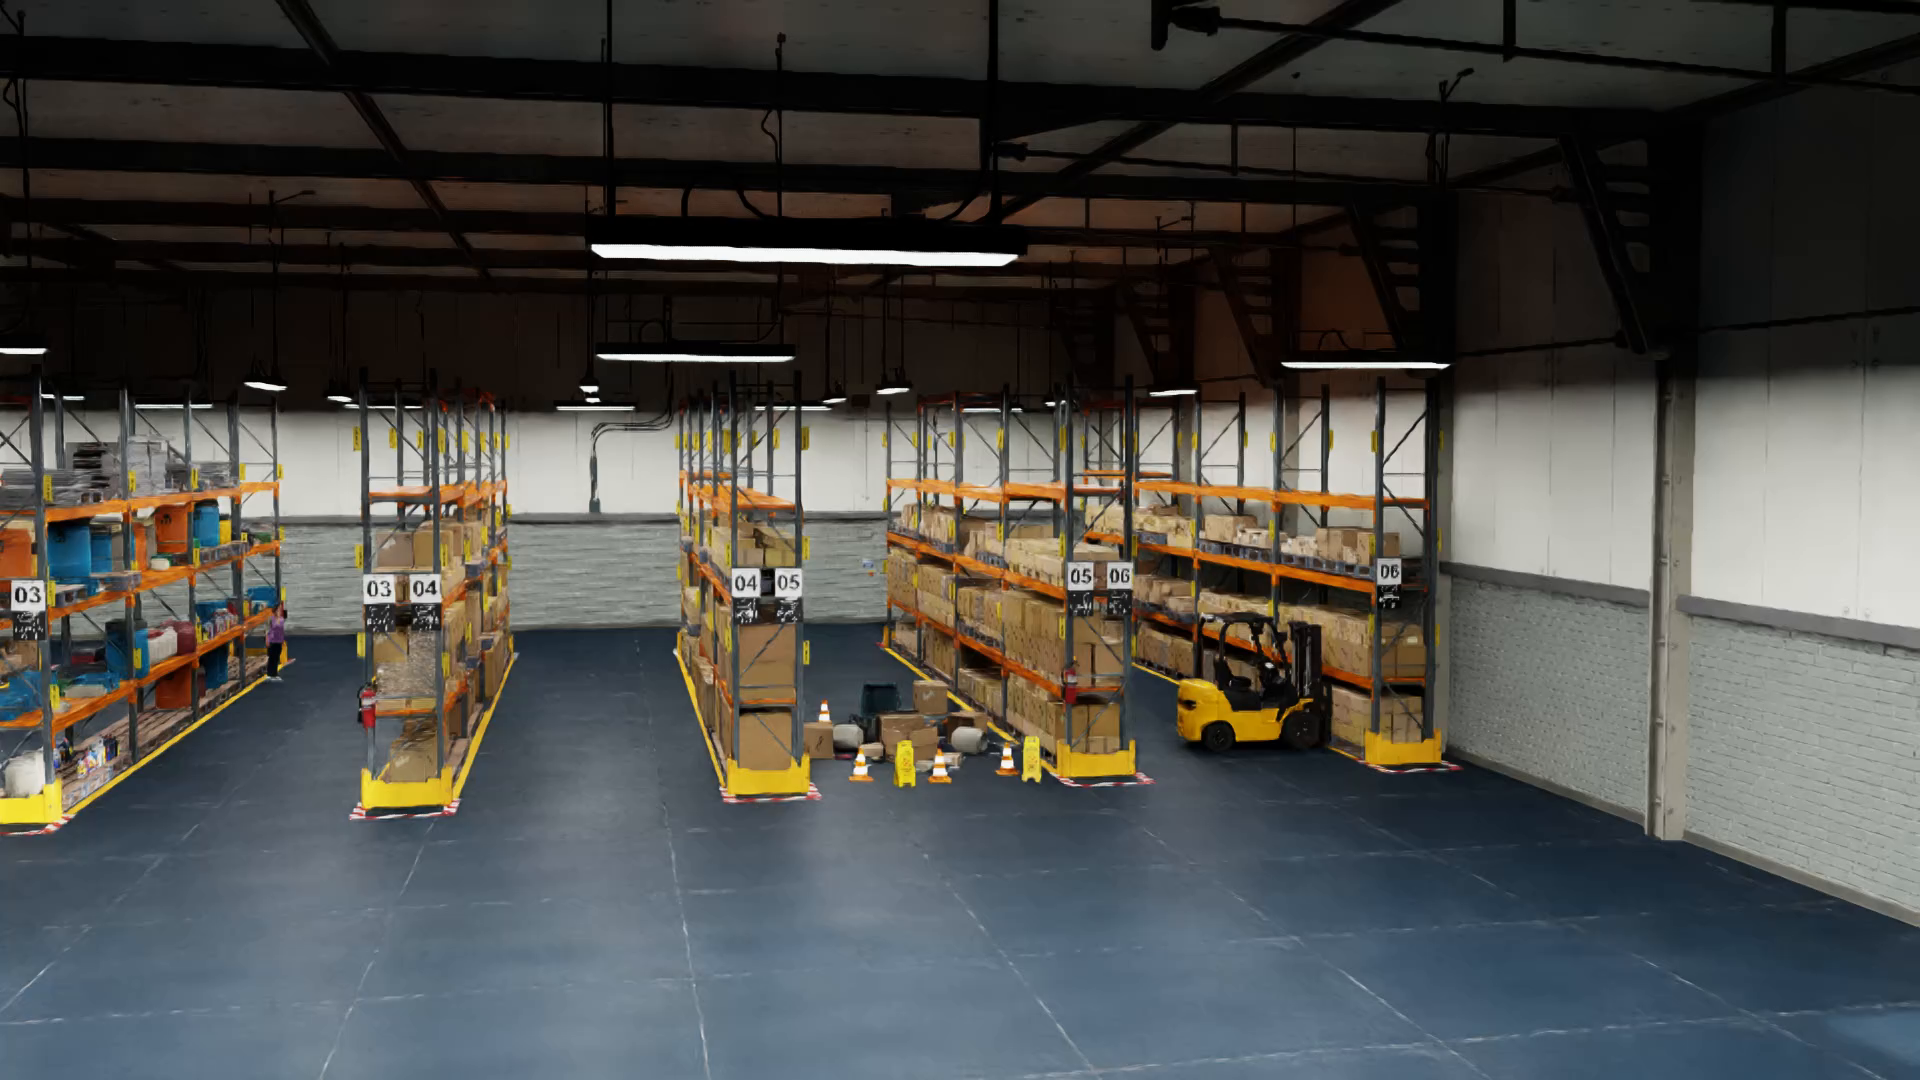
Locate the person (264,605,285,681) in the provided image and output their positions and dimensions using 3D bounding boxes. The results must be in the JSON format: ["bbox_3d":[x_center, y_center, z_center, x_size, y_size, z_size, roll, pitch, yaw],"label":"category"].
[{"bbox_3d":[-14.296,2.141,34.675,0.391,1.598,0.436,2,4,30],"label":"person"}]
